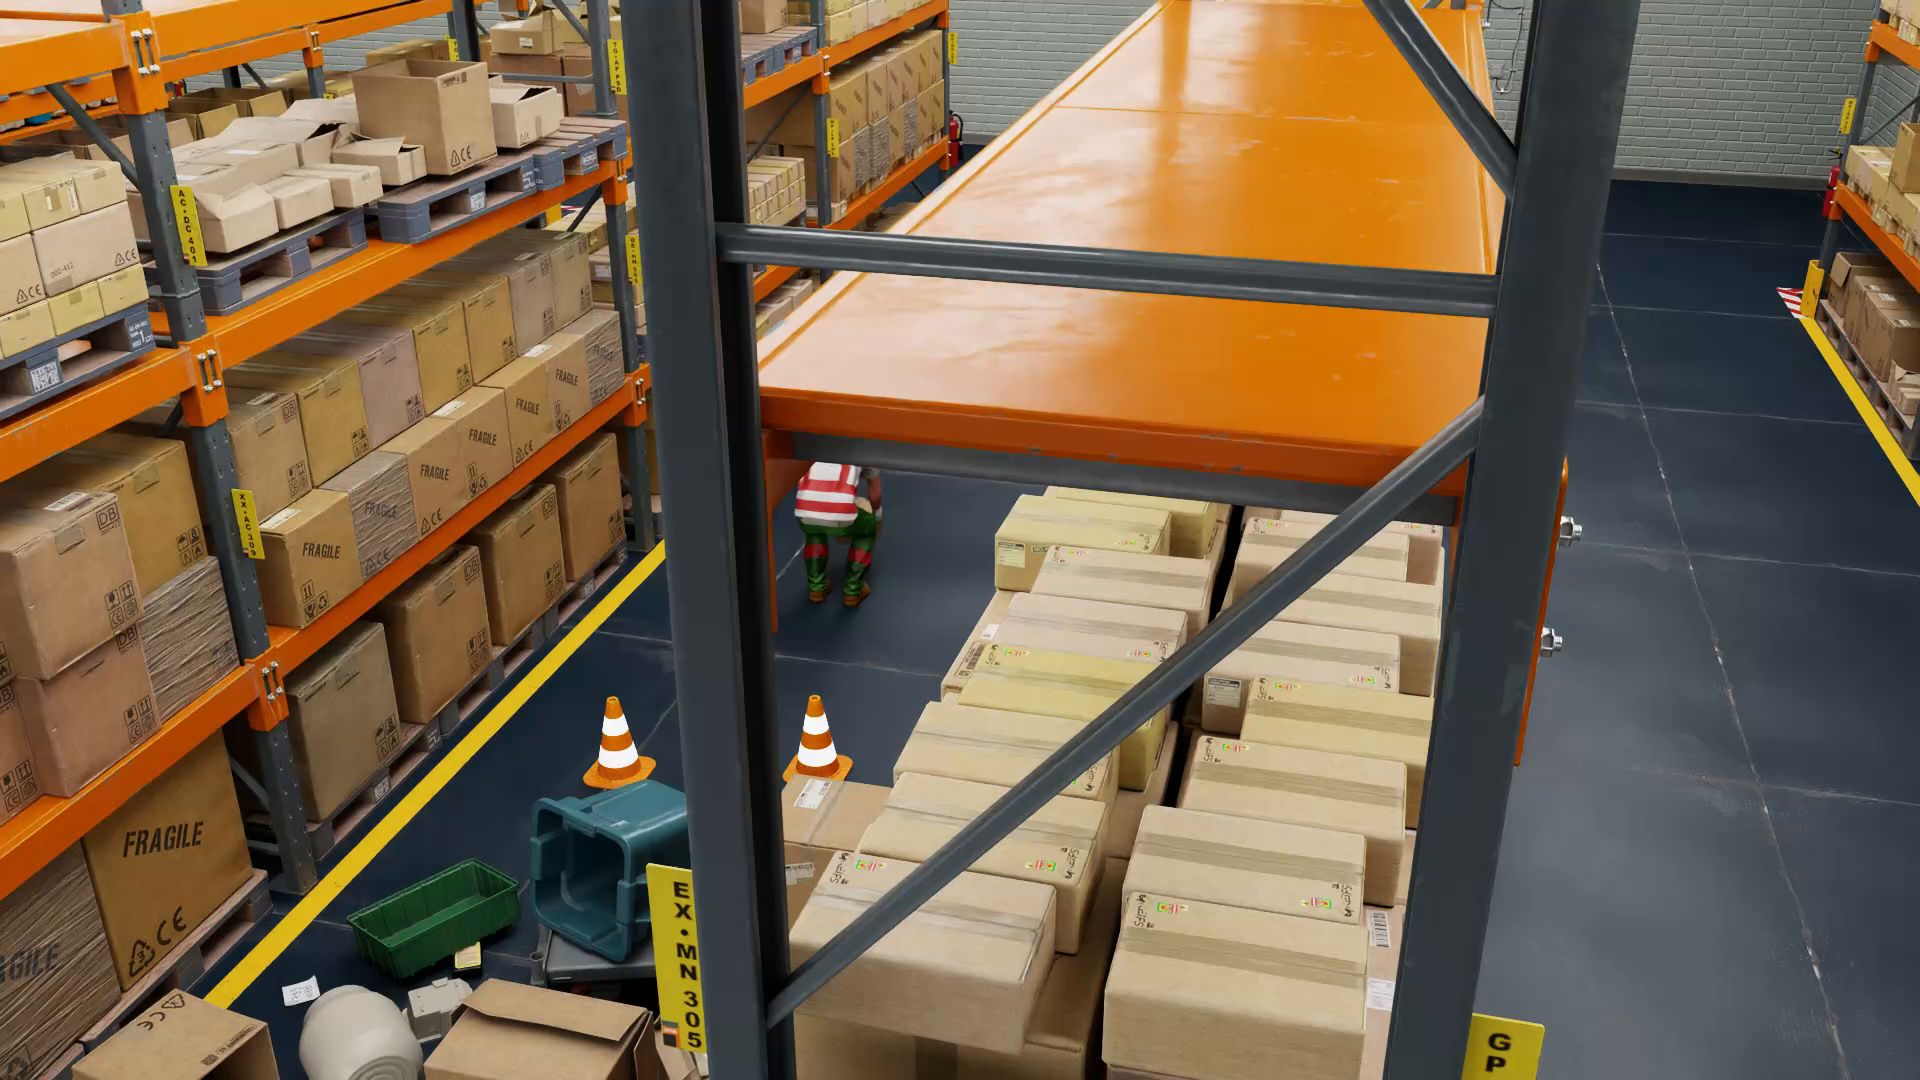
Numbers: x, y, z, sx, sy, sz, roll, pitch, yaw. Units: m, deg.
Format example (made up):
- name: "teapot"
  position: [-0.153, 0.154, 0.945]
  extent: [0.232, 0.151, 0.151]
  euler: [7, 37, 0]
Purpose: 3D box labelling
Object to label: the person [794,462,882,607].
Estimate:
- name: "person"
  position: [-0.839, -0.176, 10.822]
  extent: [0.586, 1.145, 0.767]
  euler: [6, 26, 13]
